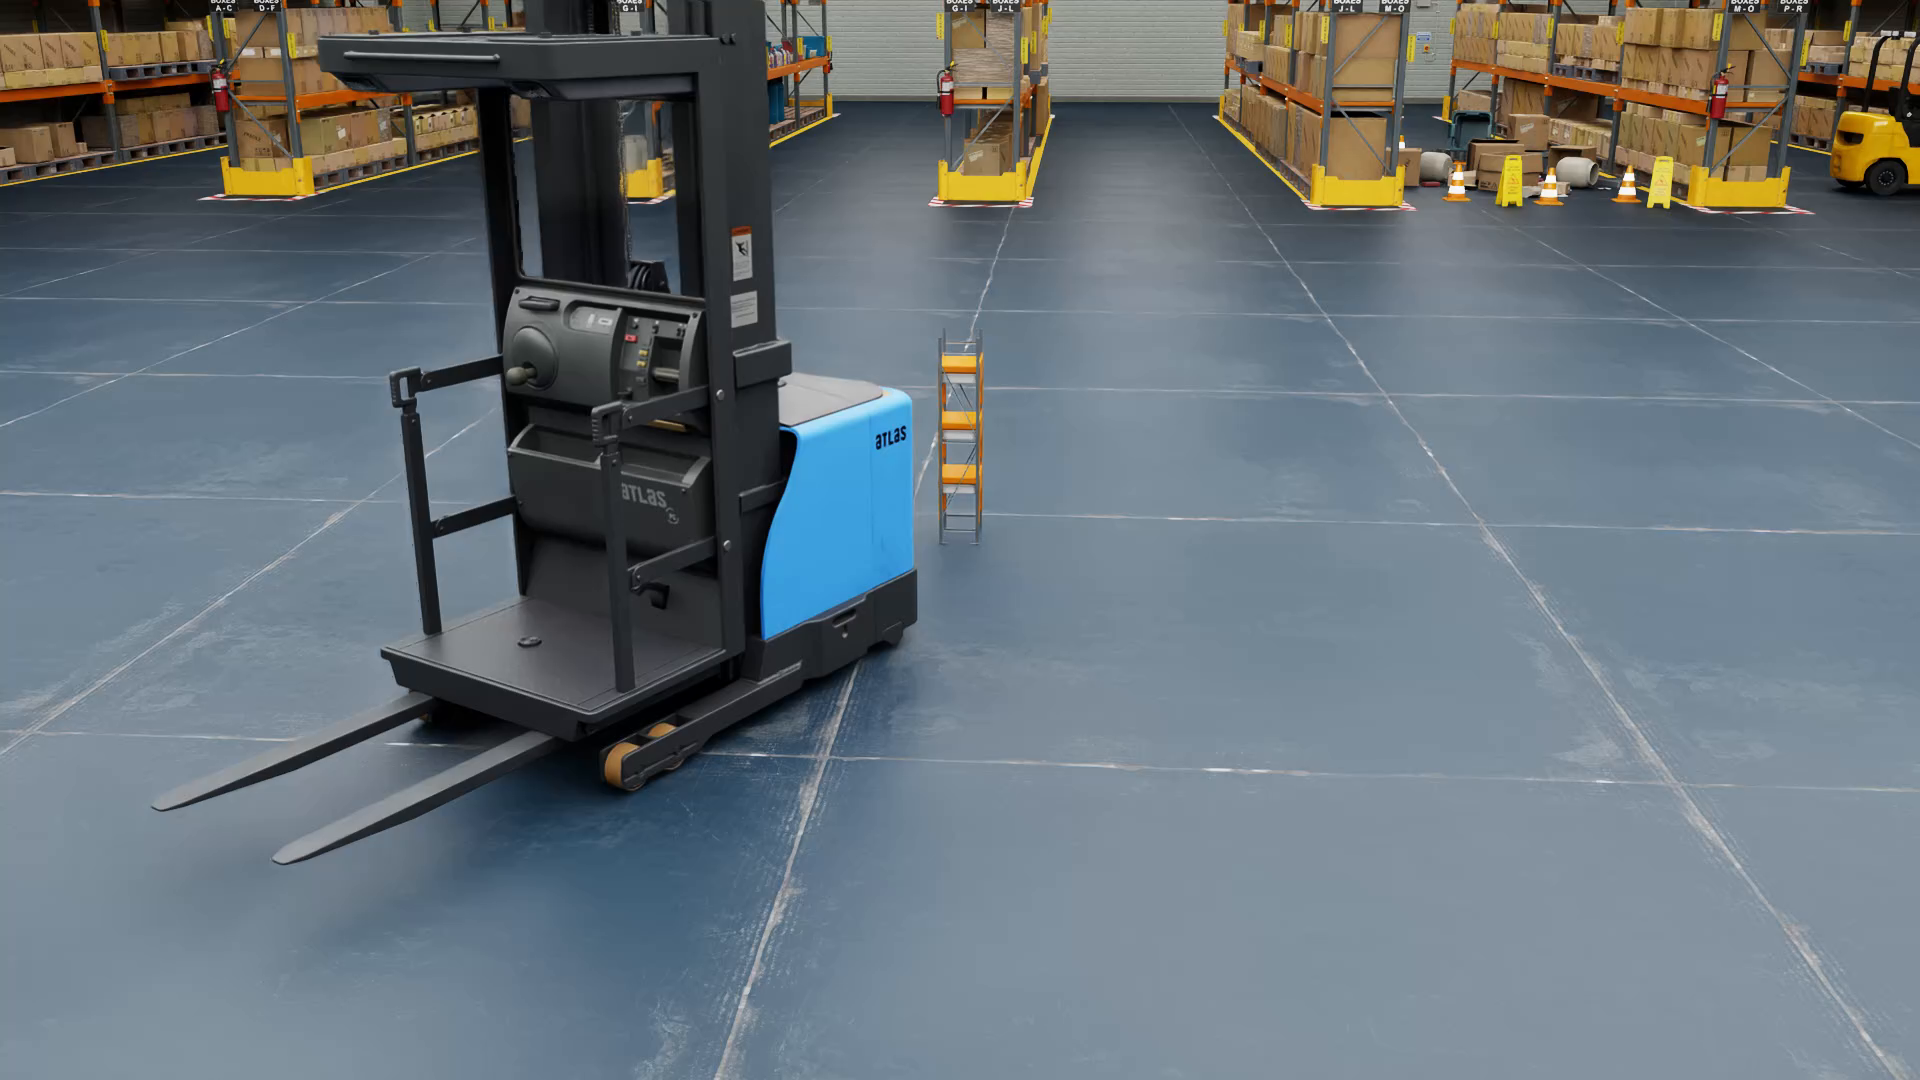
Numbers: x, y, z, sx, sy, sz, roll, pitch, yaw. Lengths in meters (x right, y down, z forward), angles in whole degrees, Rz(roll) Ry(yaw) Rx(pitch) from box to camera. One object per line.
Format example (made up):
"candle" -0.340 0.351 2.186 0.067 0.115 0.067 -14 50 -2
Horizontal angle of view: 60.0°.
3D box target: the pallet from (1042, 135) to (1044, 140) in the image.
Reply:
"pallet" 1.093 -7.803 31.897 1.003 0.211 1.213 1 18 4

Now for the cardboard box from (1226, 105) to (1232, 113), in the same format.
"cardboard box" 5.952 -9.301 35.895 0.380 0.149 0.250 2 18 5

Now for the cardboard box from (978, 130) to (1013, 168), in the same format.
"cardboard box" 0.516 -5.780 24.586 0.500 0.500 0.500 0 18 -1

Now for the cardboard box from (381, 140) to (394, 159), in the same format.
"cardboard box" -9.157 -6.076 25.889 0.500 0.250 0.500 1 18 4

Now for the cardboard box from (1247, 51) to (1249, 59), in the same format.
"cardboard box" 5.447 -8.843 30.321 0.380 0.149 0.250 1 18 3

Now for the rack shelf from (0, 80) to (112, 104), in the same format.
"rack shelf" -14.381 -6.633 25.004 1.077 0.370 4.000 1 18 4

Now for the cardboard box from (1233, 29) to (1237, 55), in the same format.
"cardboard box" 5.926 -10.268 34.304 0.500 0.500 0.500 1 18 4

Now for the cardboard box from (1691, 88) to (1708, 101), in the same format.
"cardboard box" 9.903 -5.884 21.965 0.380 0.149 0.250 1 18 3

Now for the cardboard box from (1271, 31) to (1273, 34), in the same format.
"cardboard box" 6.264 -9.841 32.412 0.380 0.149 0.250 2 18 6

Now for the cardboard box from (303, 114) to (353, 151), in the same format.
"cardboard box" -9.266 -5.966 24.351 0.500 0.500 0.500 1 18 4

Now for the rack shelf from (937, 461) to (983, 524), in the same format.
"rack shelf" 0.004 -0.241 8.400 0.215 0.259 0.240 1 18 4

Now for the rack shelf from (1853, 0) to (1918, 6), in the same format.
"rack shelf" 15.564 -8.638 26.307 1.077 0.370 4.000 1 18 4

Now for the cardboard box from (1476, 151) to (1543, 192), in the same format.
"cardboard box" 7.783 -5.217 23.535 0.797 0.503 0.637 -13 22 -34

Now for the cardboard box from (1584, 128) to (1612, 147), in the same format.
"cardboard box" 10.552 -6.380 26.623 0.950 0.372 0.625 2 18 7

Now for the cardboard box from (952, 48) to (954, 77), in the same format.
"cardboard box" 0.281 -6.539 22.924 0.875 0.500 0.500 1 18 4

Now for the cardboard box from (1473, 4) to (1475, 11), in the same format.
"cardboard box" 10.920 -11.094 34.656 0.380 0.149 0.250 1 18 4

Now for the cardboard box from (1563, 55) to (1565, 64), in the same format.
"cardboard box" 10.493 -8.182 28.305 0.380 0.149 0.250 0 18 1

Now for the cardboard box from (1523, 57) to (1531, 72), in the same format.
"cardboard box" 10.606 -8.692 30.374 0.500 0.250 0.500 1 18 3

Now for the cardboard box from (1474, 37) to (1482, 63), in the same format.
"cardboard box" 10.874 -10.041 34.090 0.500 0.500 0.500 1 18 3

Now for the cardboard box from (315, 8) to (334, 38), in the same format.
"cardboard box" -9.465 -7.390 23.914 0.700 0.500 0.500 1 18 4

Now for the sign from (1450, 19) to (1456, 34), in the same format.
"sign" 10.776 -11.233 36.371 0.100 0.325 0.005 1 18 4

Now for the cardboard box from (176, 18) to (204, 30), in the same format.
"cardboard box" -14.177 -9.540 30.845 0.500 0.250 0.500 2 18 5

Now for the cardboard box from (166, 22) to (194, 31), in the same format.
"cardboard box" -13.954 -9.195 29.759 0.380 0.149 0.250 -2 18 -5

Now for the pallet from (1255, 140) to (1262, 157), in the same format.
"pallet" 5.680 -6.796 28.825 1.003 0.211 1.213 1 18 4

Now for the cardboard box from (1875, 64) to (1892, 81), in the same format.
"cardboard box" 15.360 -7.656 27.212 0.500 0.250 0.500 1 18 2

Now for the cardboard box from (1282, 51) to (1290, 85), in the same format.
"cardboard box" 5.295 -7.338 25.839 0.500 0.500 0.500 1 18 4

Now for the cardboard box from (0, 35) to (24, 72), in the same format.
"cardboard box" -14.101 -7.104 24.289 0.500 0.500 0.500 1 18 2

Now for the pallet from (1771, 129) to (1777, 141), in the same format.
"pallet" 15.973 -7.840 32.009 1.003 0.211 1.213 1 18 4

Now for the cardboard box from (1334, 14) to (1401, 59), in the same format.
"cardboard box" 5.303 -6.579 21.708 0.875 0.550 0.550 1 18 4

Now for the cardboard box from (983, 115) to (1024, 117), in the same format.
"cardboard box" 0.743 -6.797 27.658 0.700 0.500 0.500 0 18 -1

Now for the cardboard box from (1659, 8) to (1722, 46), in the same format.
"cardboard box" 10.153 -7.098 23.024 0.700 0.500 0.500 1 18 4

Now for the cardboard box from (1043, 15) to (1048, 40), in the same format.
"cardboard box" 1.672 -11.261 36.530 0.500 0.500 0.500 2 18 5

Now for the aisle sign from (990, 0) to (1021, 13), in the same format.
"aisle sign" 0.593 -7.232 21.500 0.394 0.787 0.004 1 18 4

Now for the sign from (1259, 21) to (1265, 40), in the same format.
"sign" 5.269 -8.886 28.993 0.100 0.325 0.005 1 18 4

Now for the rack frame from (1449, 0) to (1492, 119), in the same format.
"rack frame" 11.329 -10.770 36.475 1.000 3.000 0.127 1 18 4

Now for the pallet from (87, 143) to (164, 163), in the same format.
"pallet" -14.183 -6.513 27.960 1.003 0.211 1.213 1 18 4

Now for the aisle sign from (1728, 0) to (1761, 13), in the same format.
"aisle sign" 9.889 -7.023 20.865 0.394 0.787 0.004 1 18 4

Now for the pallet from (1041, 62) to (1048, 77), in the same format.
"pallet" 0.926 -8.192 28.914 1.213 0.211 1.003 1 18 4

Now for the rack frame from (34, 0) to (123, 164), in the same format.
"rack frame" -14.237 -7.596 26.788 1.000 3.000 0.127 1 18 4

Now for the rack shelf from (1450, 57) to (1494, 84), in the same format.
"rack shelf" 11.186 -9.807 34.691 1.077 0.370 4.000 1 18 4

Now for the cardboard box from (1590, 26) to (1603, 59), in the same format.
"cardboard box" 10.350 -7.894 26.386 0.500 0.500 0.500 2 18 6

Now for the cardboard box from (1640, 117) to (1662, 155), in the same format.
"cardboard box" 10.092 -5.788 23.806 0.500 0.500 0.500 2 18 7

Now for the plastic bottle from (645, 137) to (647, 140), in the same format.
"plastic bottle" -4.827 -6.084 25.720 0.144 0.351 0.185 2 18 5

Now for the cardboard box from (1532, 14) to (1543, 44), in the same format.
"cardboard box" 10.560 -9.134 29.715 0.500 0.500 0.500 2 18 5

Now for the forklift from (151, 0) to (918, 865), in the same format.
"forklift" -1.412 -0.689 5.820 1.130 2.935 3.031 12 21 32

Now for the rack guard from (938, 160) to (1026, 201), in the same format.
"rack guard" 0.303 -4.858 22.446 1.175 0.500 0.348 1 18 4

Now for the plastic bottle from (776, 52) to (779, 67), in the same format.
"plastic bottle" -3.577 -9.287 32.148 0.152 0.276 0.135 1 18 4

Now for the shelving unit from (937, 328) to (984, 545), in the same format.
"shelving unit" 0.004 -0.516 8.310 0.215 1.050 0.252 1 18 4

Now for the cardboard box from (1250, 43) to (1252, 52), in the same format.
"cardboard box" 5.410 -8.833 29.813 0.380 0.149 0.250 2 18 6

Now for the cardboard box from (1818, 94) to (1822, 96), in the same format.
"cardboard box" 16.205 -8.214 30.973 0.380 0.149 0.250 2 18 5

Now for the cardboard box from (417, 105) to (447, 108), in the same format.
"cardboard box" -9.369 -7.569 29.546 0.500 0.311 0.500 1 18 3
